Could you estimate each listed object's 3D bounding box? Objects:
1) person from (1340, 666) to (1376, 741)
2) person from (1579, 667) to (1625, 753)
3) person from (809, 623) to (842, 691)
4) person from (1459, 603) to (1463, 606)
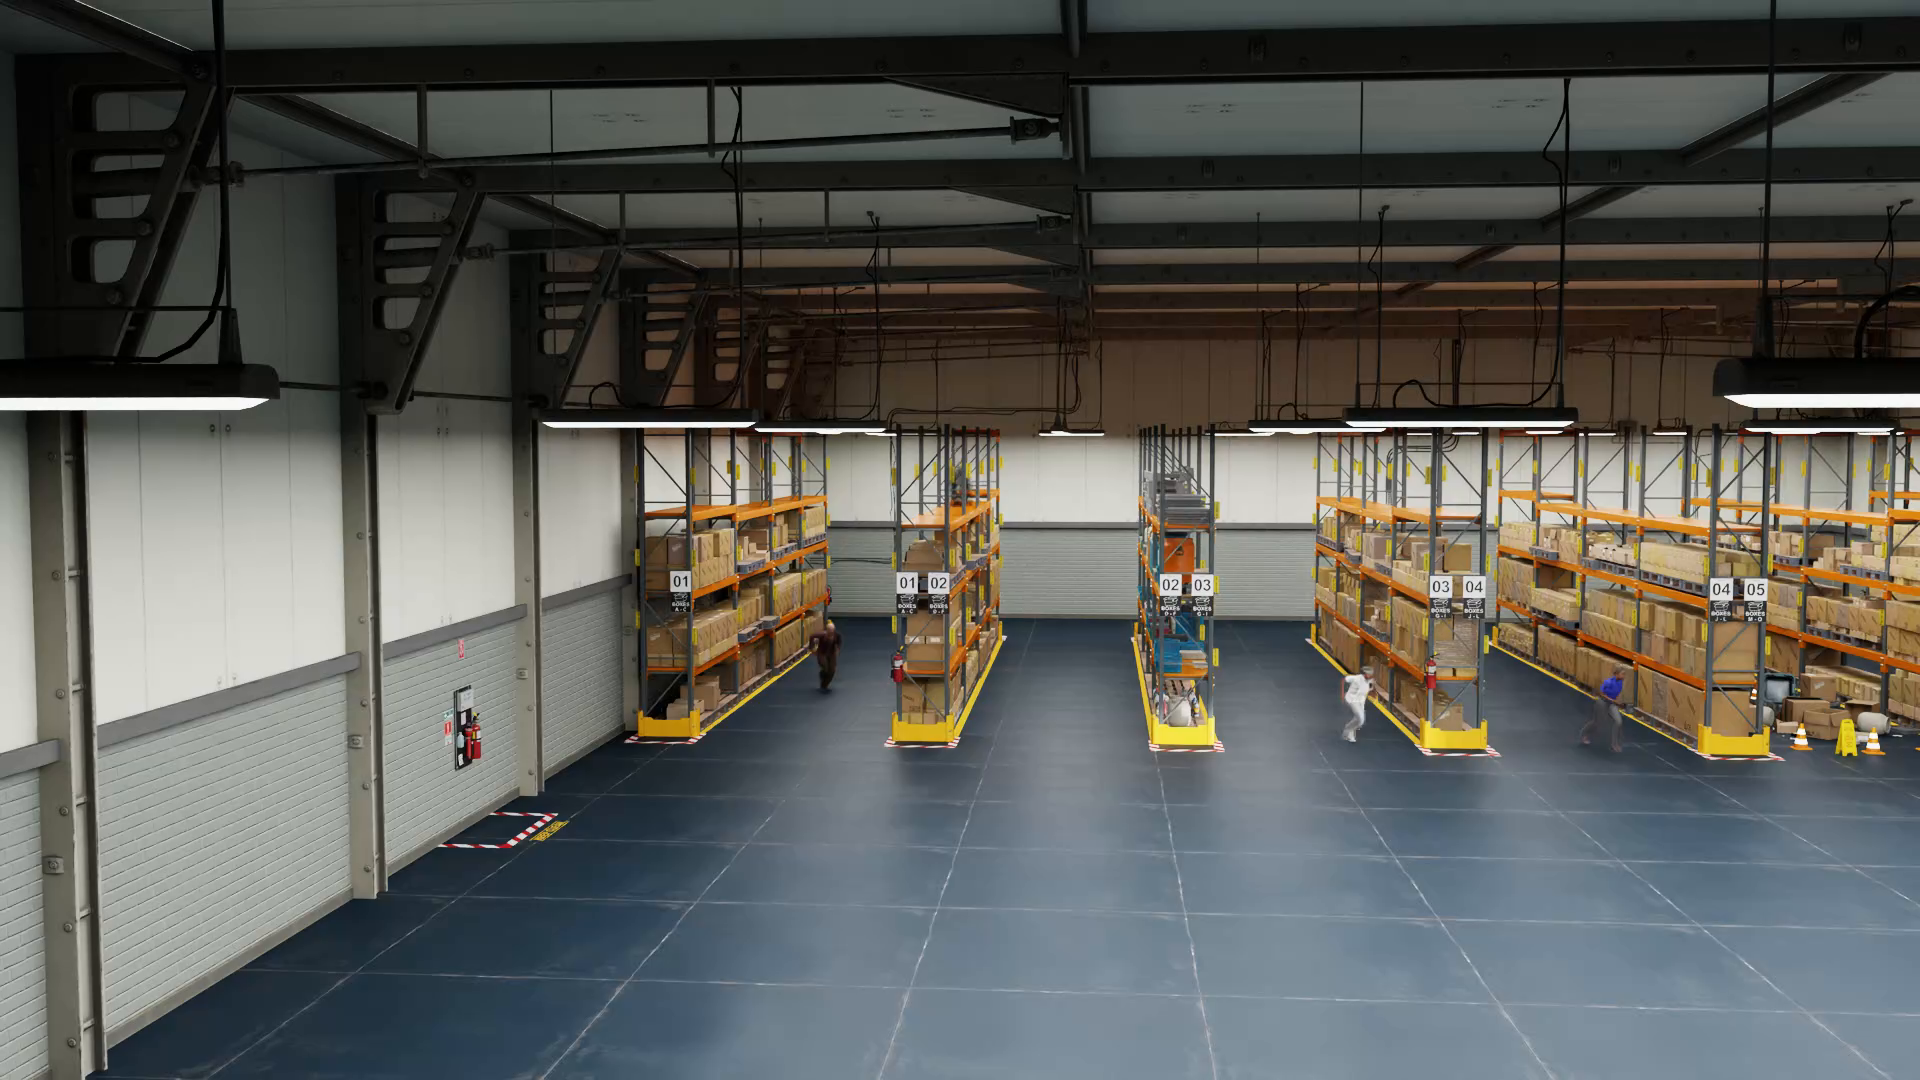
[{"bbox_3d":[7.444,3.078,31.211,0.603,1.492,0.857,-2,4,-29],"label":"person"},{"bbox_3d":[11.876,3.094,30.710,0.617,1.615,0.967,-2,4,-31],"label":"person"},{"bbox_3d":[-3.026,2.650,37.497,0.736,1.597,0.868,-1,4,-23],"label":"person"},{"bbox_3d":[13.393,2.229,43.917,0.550,1.729,0.752,1,4,16],"label":"person"}]
